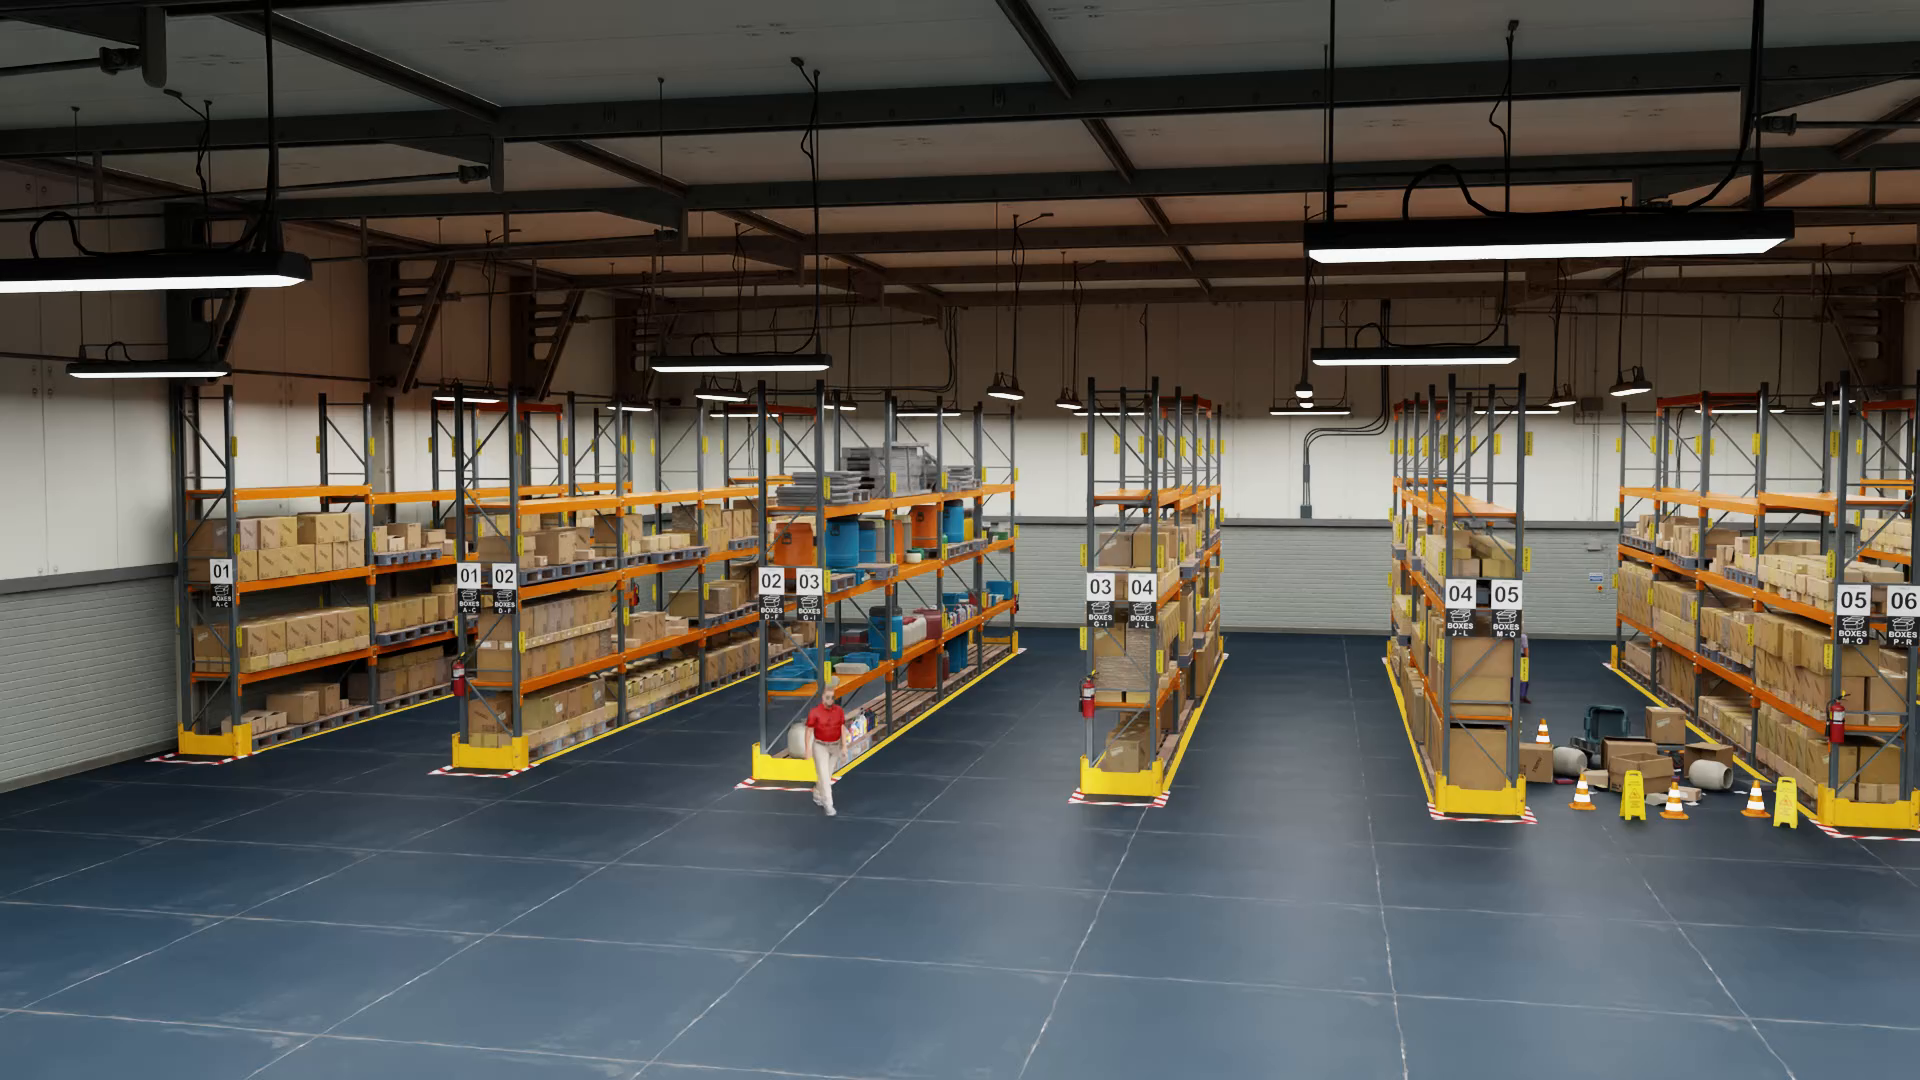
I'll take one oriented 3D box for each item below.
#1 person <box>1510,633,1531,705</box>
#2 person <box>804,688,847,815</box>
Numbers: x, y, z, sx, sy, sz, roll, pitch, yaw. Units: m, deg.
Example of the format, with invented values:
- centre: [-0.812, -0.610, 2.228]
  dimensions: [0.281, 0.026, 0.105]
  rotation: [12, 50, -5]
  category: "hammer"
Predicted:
- centre: [10.779, 2.385, 32.201]
  dimensions: [0.537, 1.645, 0.522]
  rotation: [1, 3, 11]
  category: "person"
- centre: [-1.812, 2.860, 22.813]
  dimensions: [0.571, 1.674, 0.988]
  rotation: [-3, 4, -39]
  category: "person"
